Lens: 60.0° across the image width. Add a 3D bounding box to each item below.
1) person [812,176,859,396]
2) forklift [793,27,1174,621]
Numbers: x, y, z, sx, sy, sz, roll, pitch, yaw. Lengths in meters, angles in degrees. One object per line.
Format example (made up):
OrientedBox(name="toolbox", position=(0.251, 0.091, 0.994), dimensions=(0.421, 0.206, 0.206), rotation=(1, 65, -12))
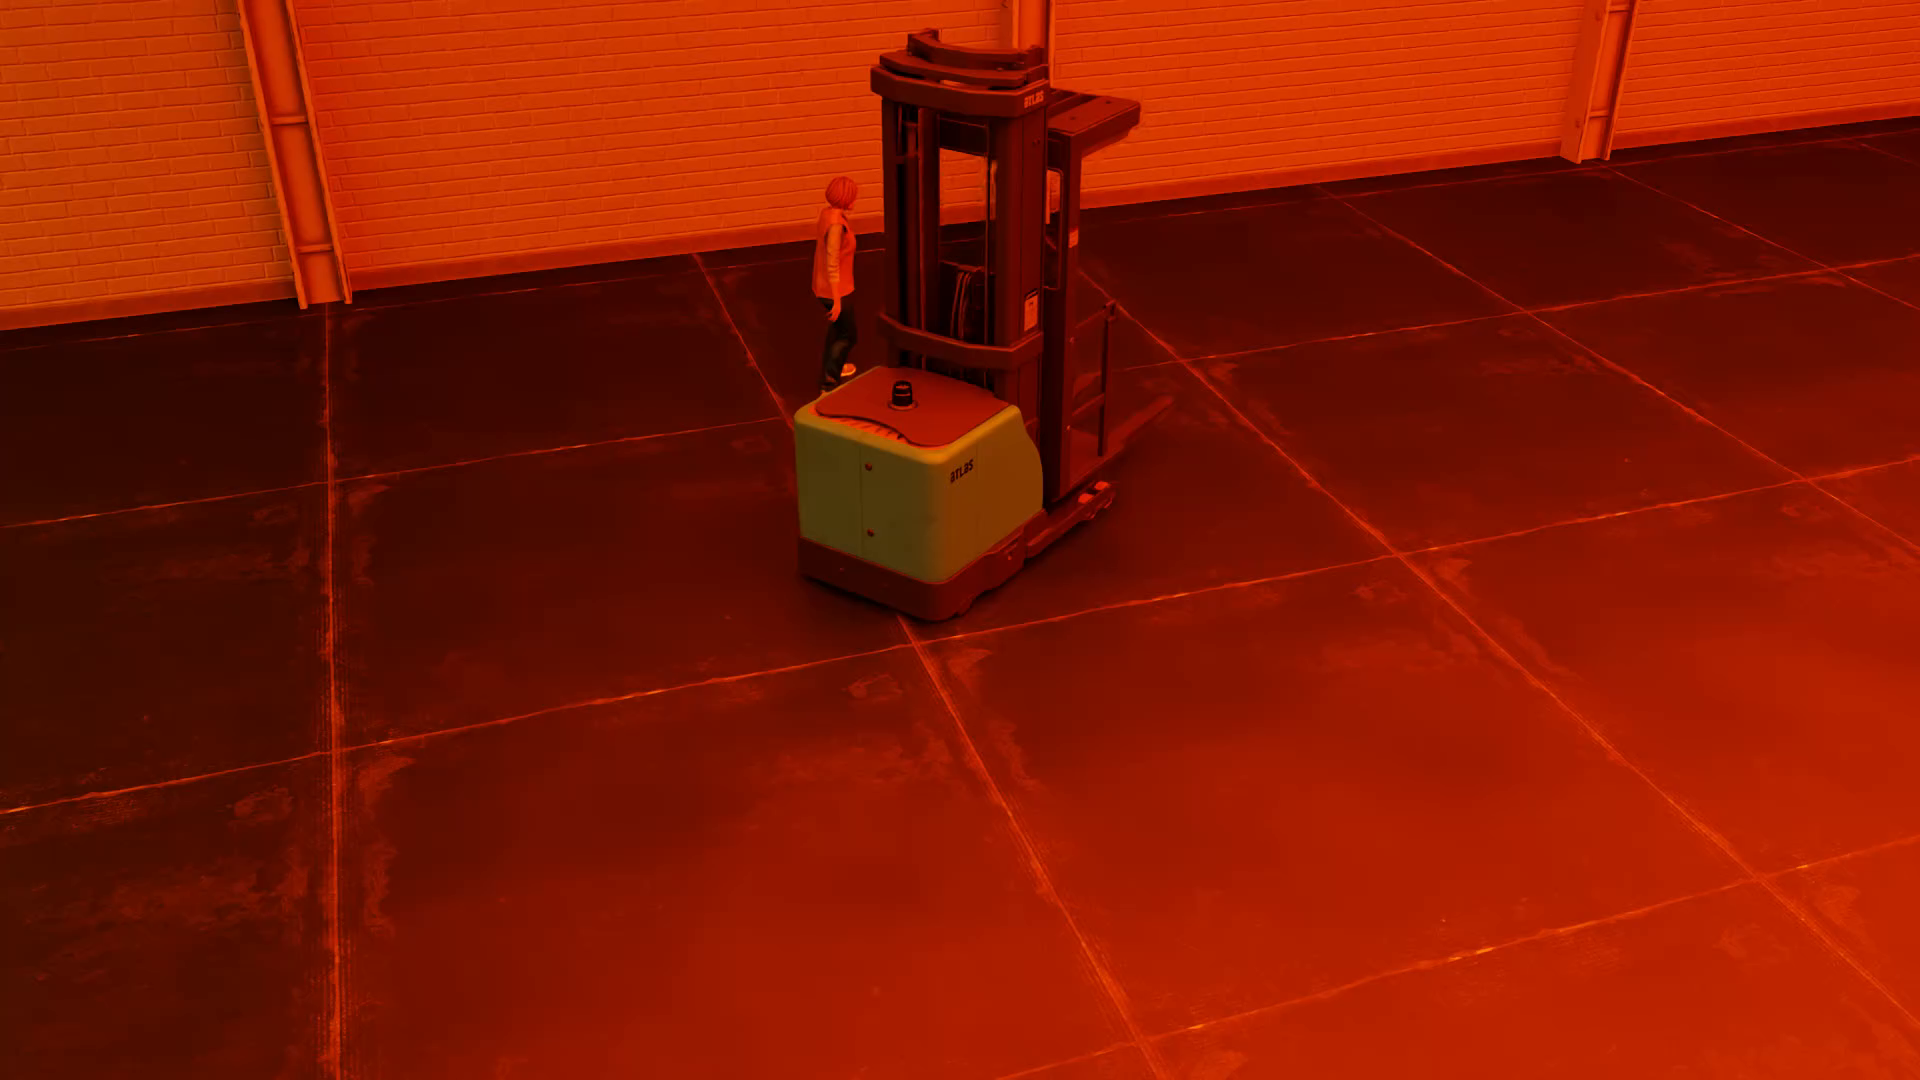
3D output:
OrientedBox(name="person", position=(-0.854, -1.743, 11.488), dimensions=(0.341, 1.568, 0.690), rotation=(-6, 31, -11))
OrientedBox(name="forklift", position=(0.318, -1.512, 9.715), dimensions=(1.130, 2.935, 3.031), rotation=(19, 35, 29))
